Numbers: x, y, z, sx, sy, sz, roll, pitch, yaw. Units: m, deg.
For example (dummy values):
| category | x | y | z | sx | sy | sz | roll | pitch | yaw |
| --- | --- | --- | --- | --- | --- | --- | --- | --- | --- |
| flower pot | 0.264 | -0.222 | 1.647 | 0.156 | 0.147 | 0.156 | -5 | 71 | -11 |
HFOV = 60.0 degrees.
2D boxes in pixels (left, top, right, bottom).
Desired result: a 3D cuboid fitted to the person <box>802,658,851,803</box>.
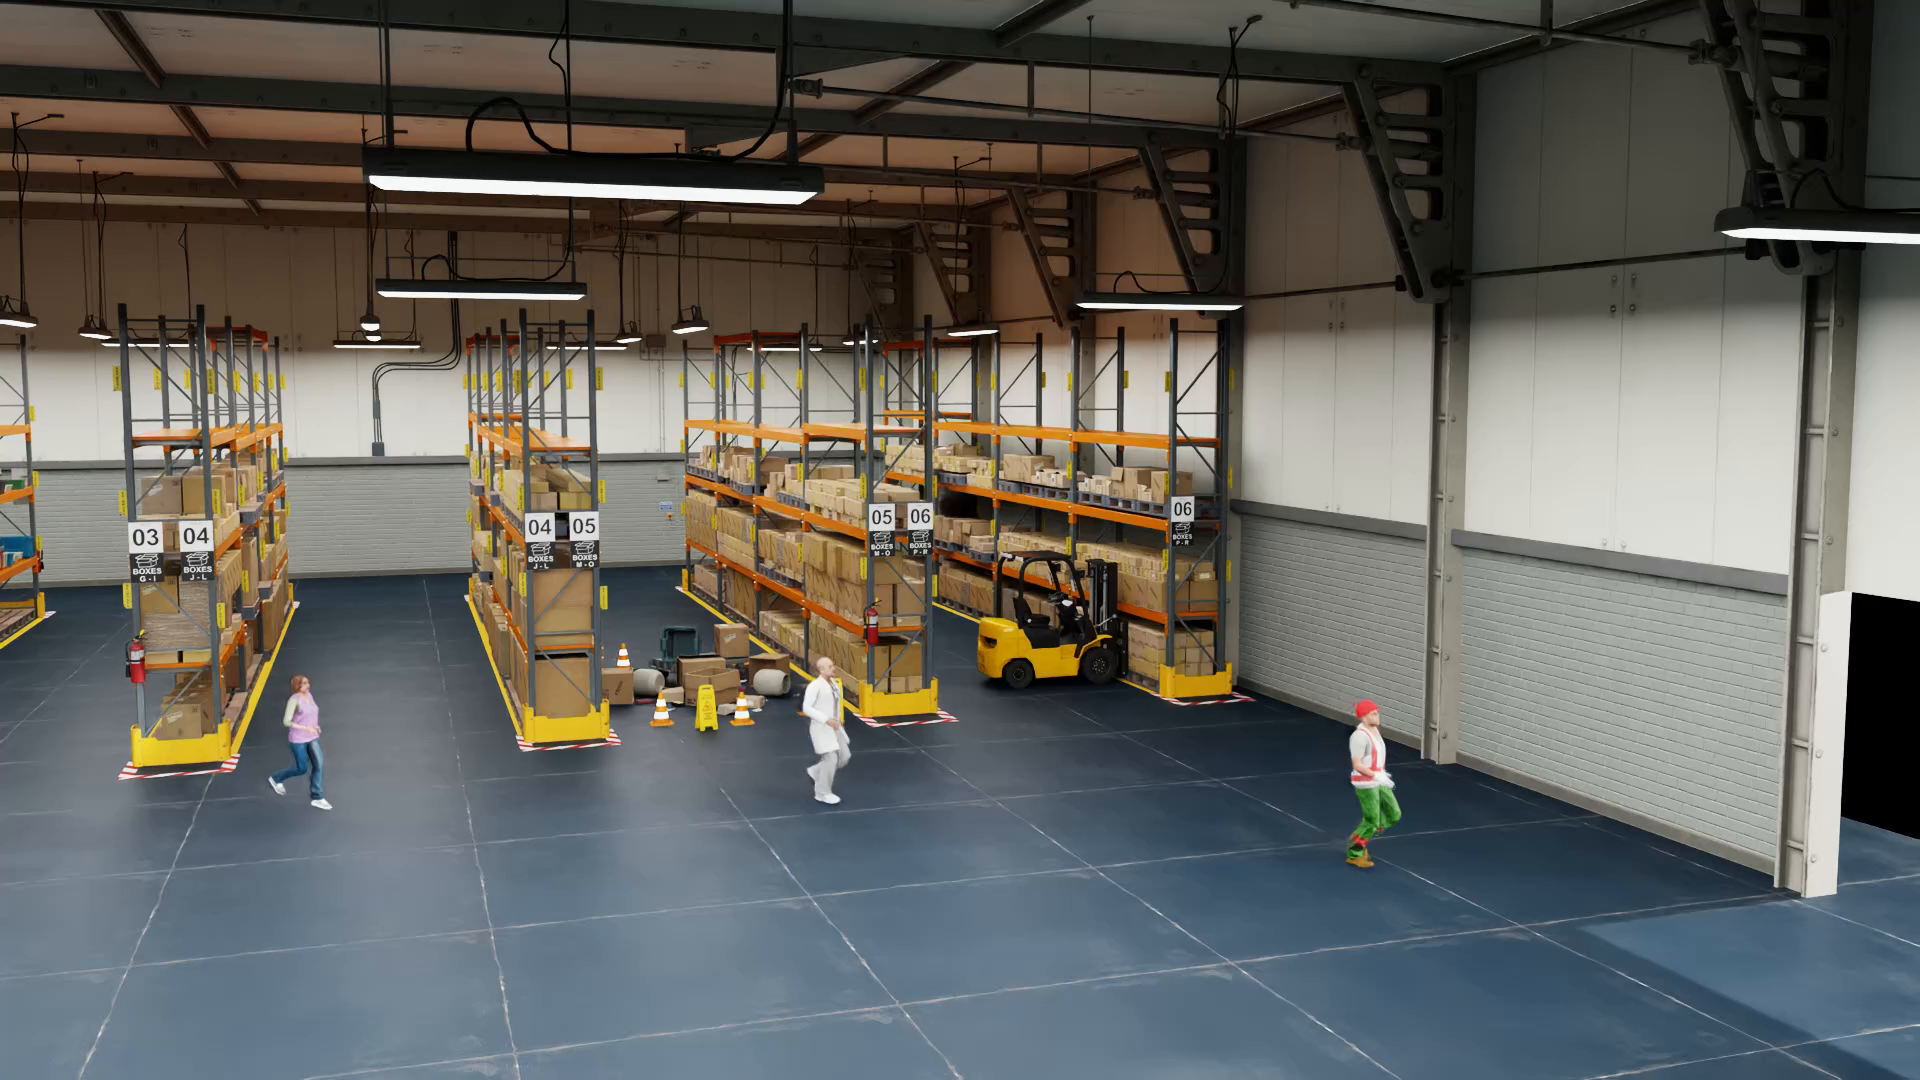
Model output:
| category | x | y | z | sx | sy | sz | roll | pitch | yaw |
| --- | --- | --- | --- | --- | --- | --- | --- | --- | --- |
| person | -1.610 | 2.264 | 19.798 | 0.618 | 1.739 | 0.726 | 3 | 6 | 28 |

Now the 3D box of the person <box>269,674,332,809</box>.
| category | x | y | z | sx | sy | sz | roll | pitch | yaw |
| --- | --- | --- | --- | --- | --- | --- | --- | --- | --- |
| person | -7.773 | 2.368 | 19.594 | 0.812 | 1.596 | 0.538 | 2 | 6 | 17 |

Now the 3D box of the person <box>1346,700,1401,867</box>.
| category | x | y | z | sx | sy | sz | roll | pitch | yaw |
| --- | --- | --- | --- | --- | --- | --- | --- | --- | --- |
| person | 4.263 | 2.510 | 17.131 | 0.529 | 1.742 | 0.670 | 3 | 6 | 32 |
